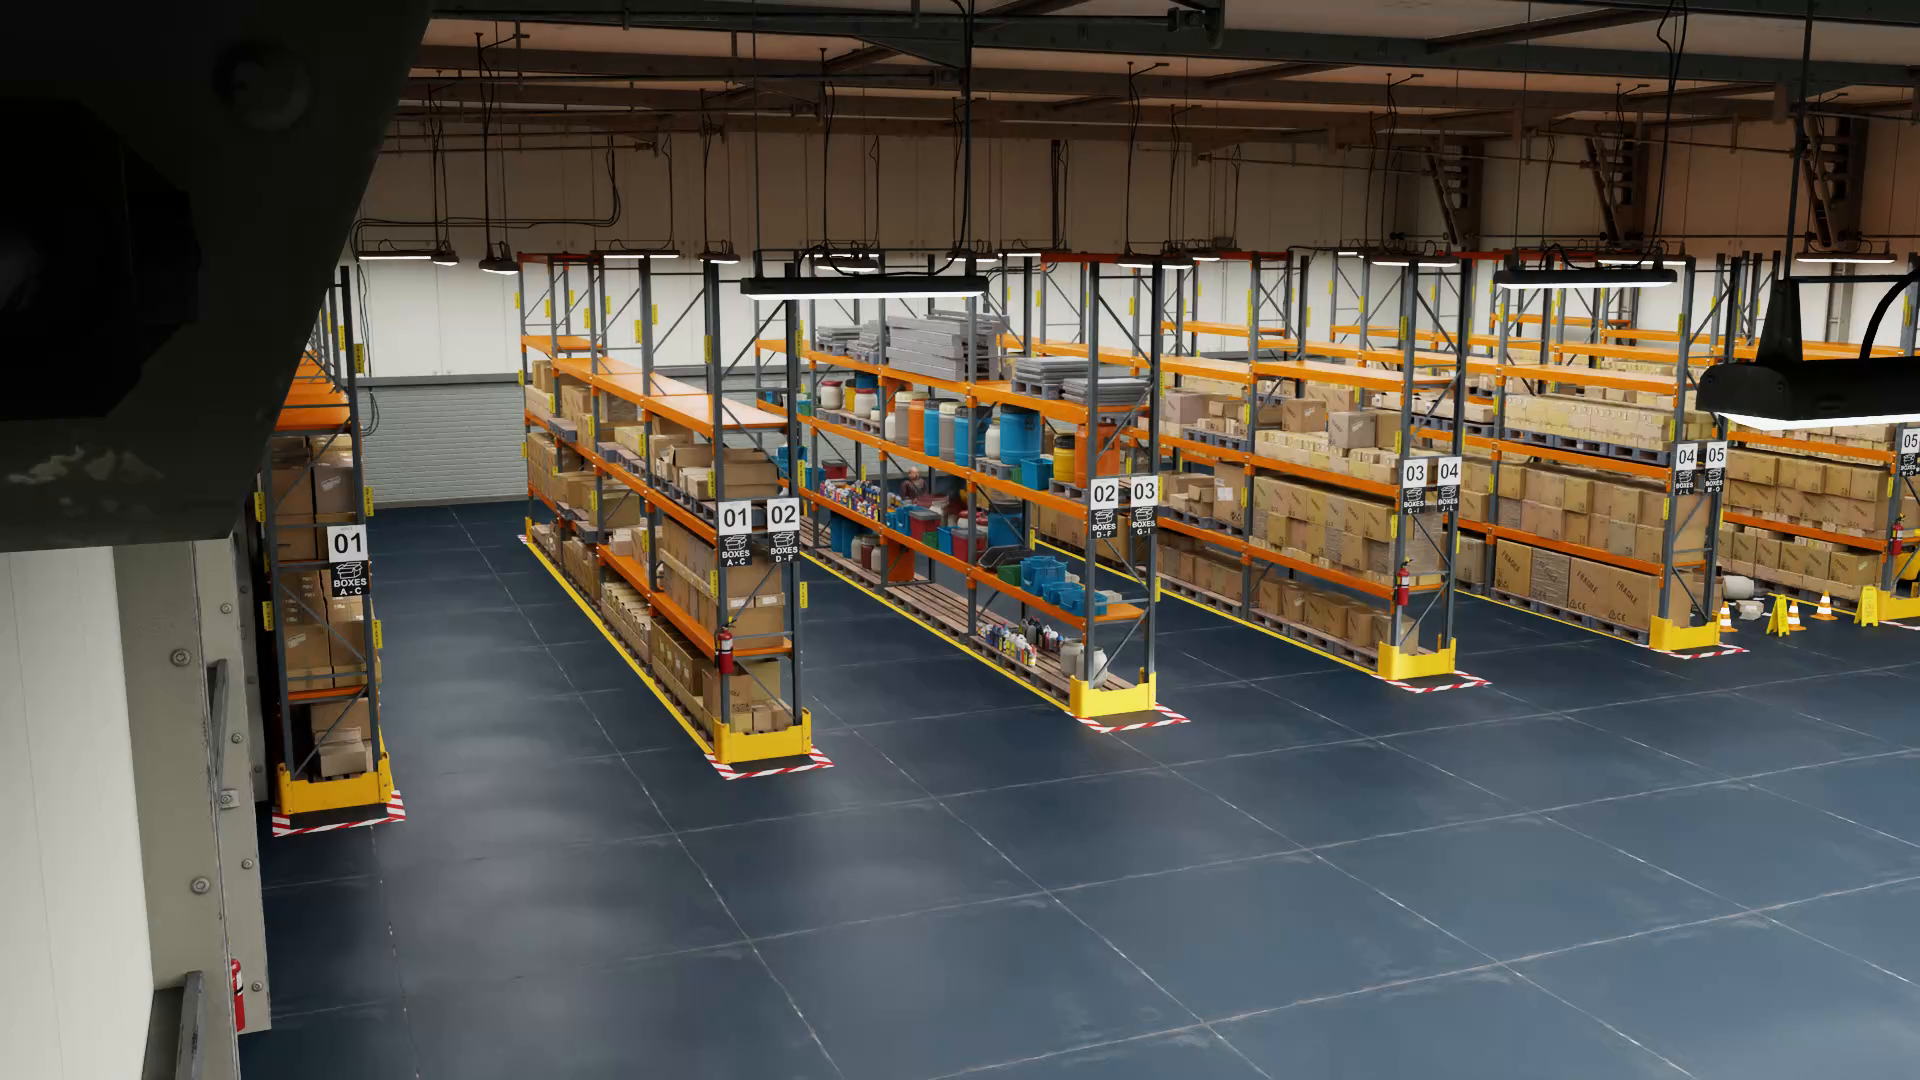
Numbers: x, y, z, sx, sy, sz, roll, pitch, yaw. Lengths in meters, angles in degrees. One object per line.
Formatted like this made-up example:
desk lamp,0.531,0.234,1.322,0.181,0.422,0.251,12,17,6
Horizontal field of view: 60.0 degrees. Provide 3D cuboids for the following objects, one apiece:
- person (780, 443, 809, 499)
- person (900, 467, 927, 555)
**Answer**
person,-3.936,-1.601,39.217,0.787,1.733,0.715,0,10,-3
person,-0.894,-0.583,33.332,0.675,1.780,0.847,-4,11,-23
